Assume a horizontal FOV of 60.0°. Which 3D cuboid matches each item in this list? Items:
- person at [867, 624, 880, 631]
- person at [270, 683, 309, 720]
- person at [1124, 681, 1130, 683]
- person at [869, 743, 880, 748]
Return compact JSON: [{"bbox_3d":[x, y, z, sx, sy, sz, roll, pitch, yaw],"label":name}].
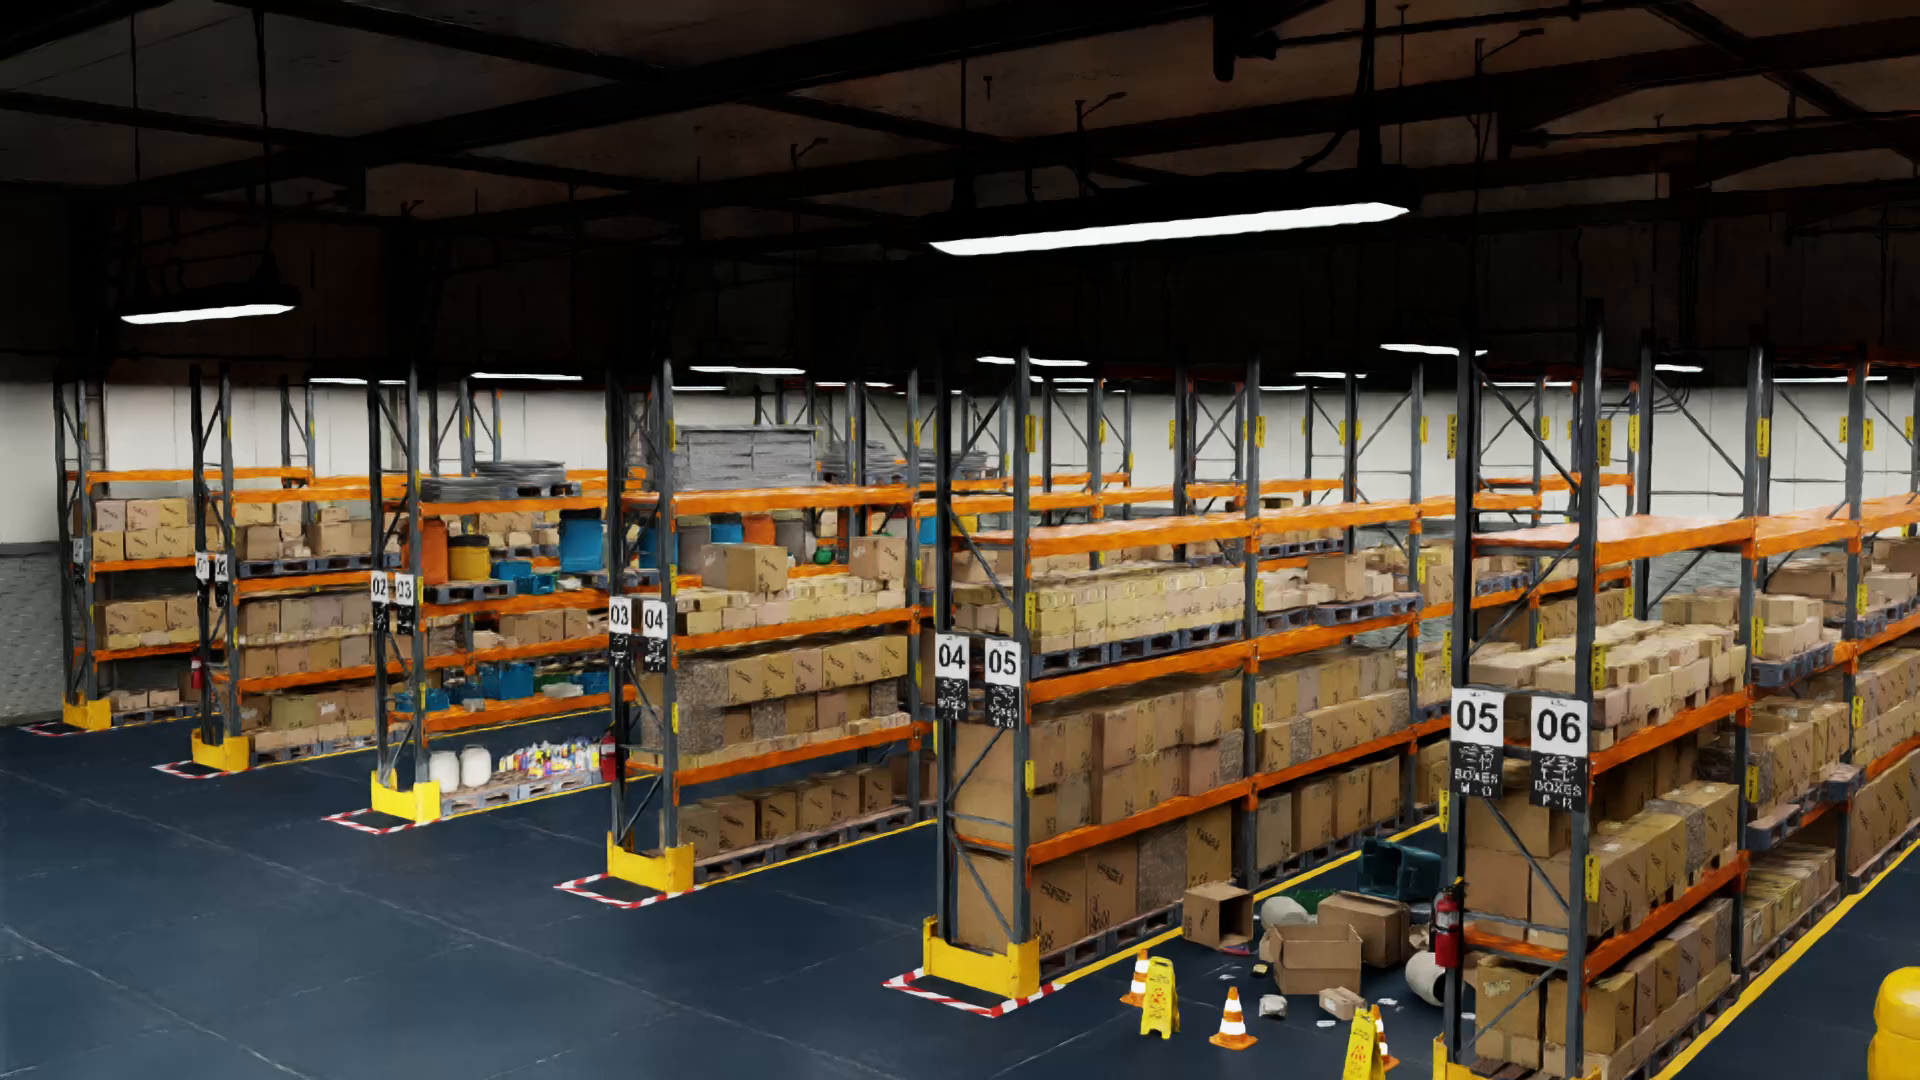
[{"bbox_3d":[-1.657,2.063,31.695,0.495,1.586,1.086,4,6,42],"label":"person"},{"bbox_3d":[-11.049,2.303,27.544,1.104,1.714,0.575,-4,5,-40],"label":"person"},{"bbox_3d":[2.316,2.705,22.950,0.445,1.574,1.091,3,5,38],"label":"person"},{"bbox_3d":[-1.314,2.400,26.377,0.571,1.708,1.035,3,5,32],"label":"person"}]
